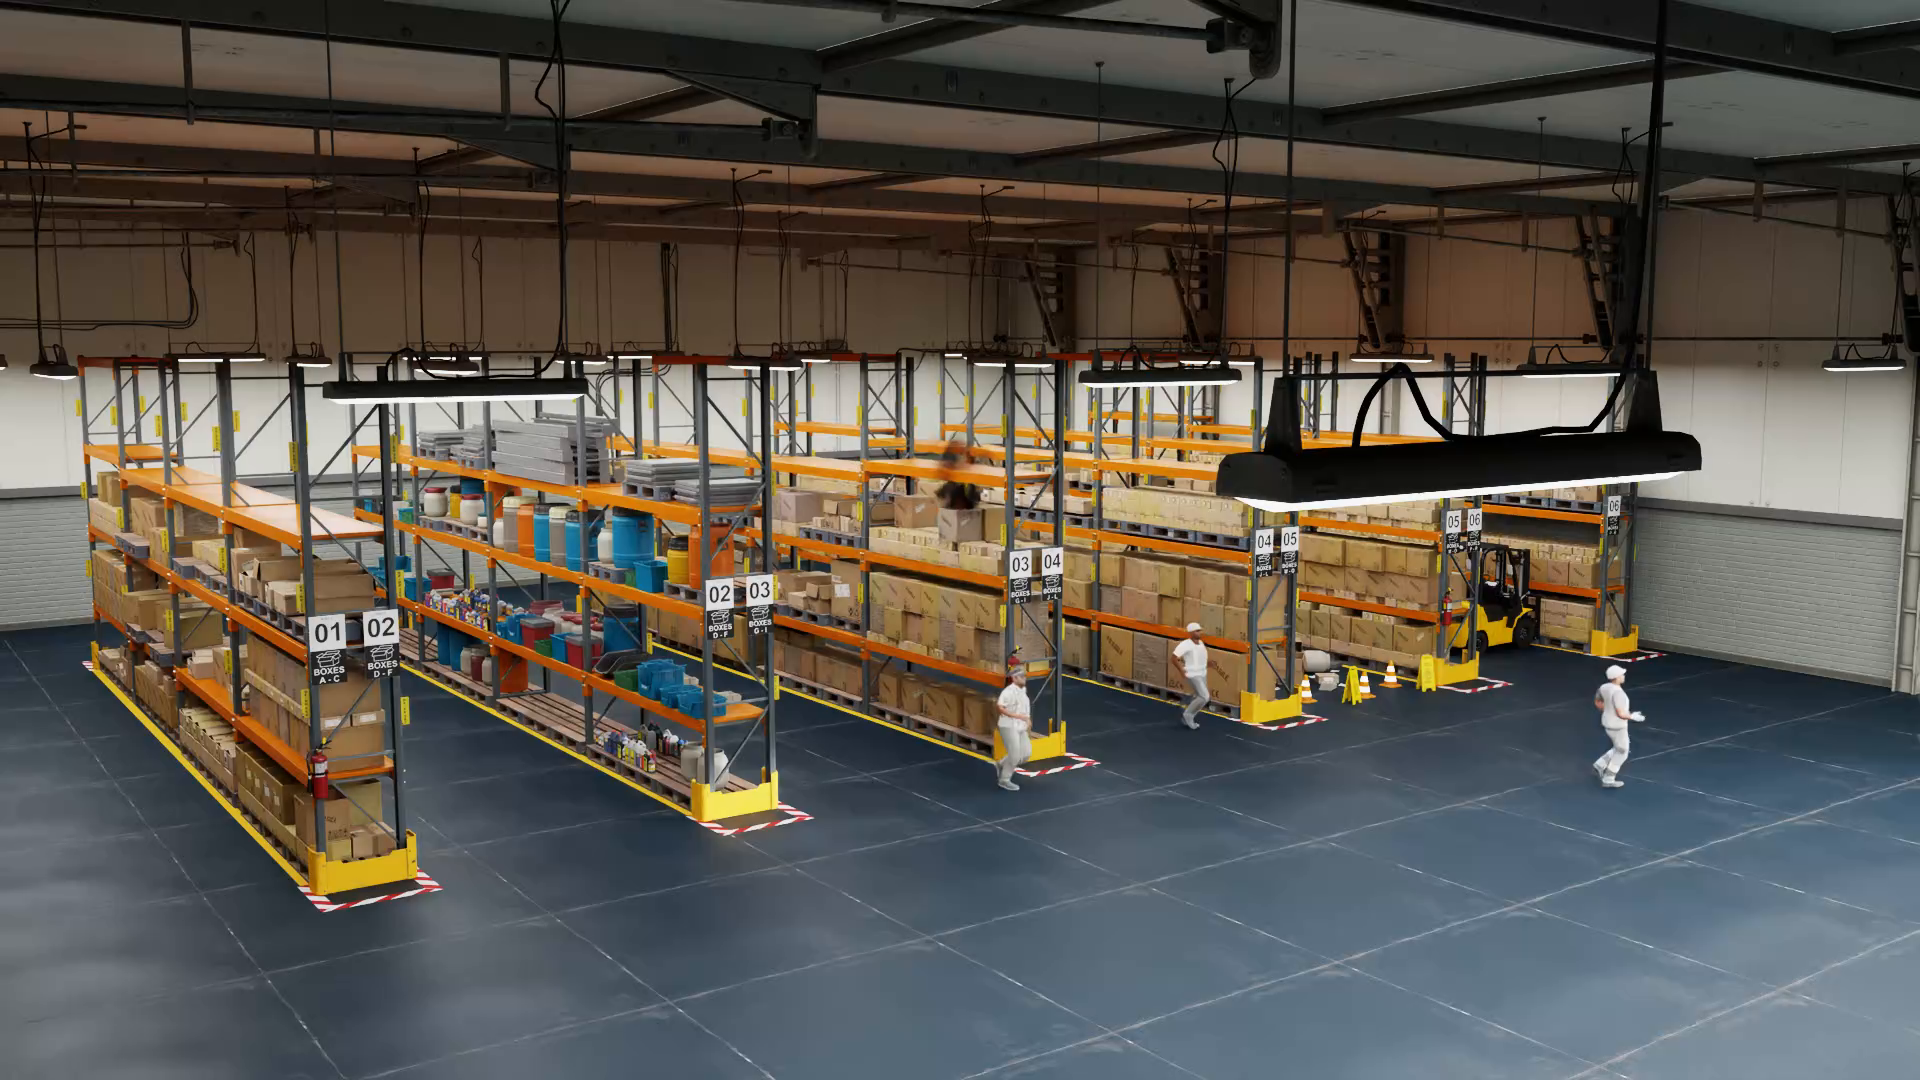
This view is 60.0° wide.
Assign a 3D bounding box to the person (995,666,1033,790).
[{"bbox_3d":[0.793,2.634,23.527,0.643,1.732,0.685,5,8,34],"label":"person"}]

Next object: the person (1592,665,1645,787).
[{"bbox_3d":[9.276,2.624,23.450,0.598,1.740,0.648,0,7,0],"label":"person"}]

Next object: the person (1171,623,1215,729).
[{"bbox_3d":[3.834,2.198,26.959,0.599,1.718,0.680,6,9,40],"label":"person"}]
